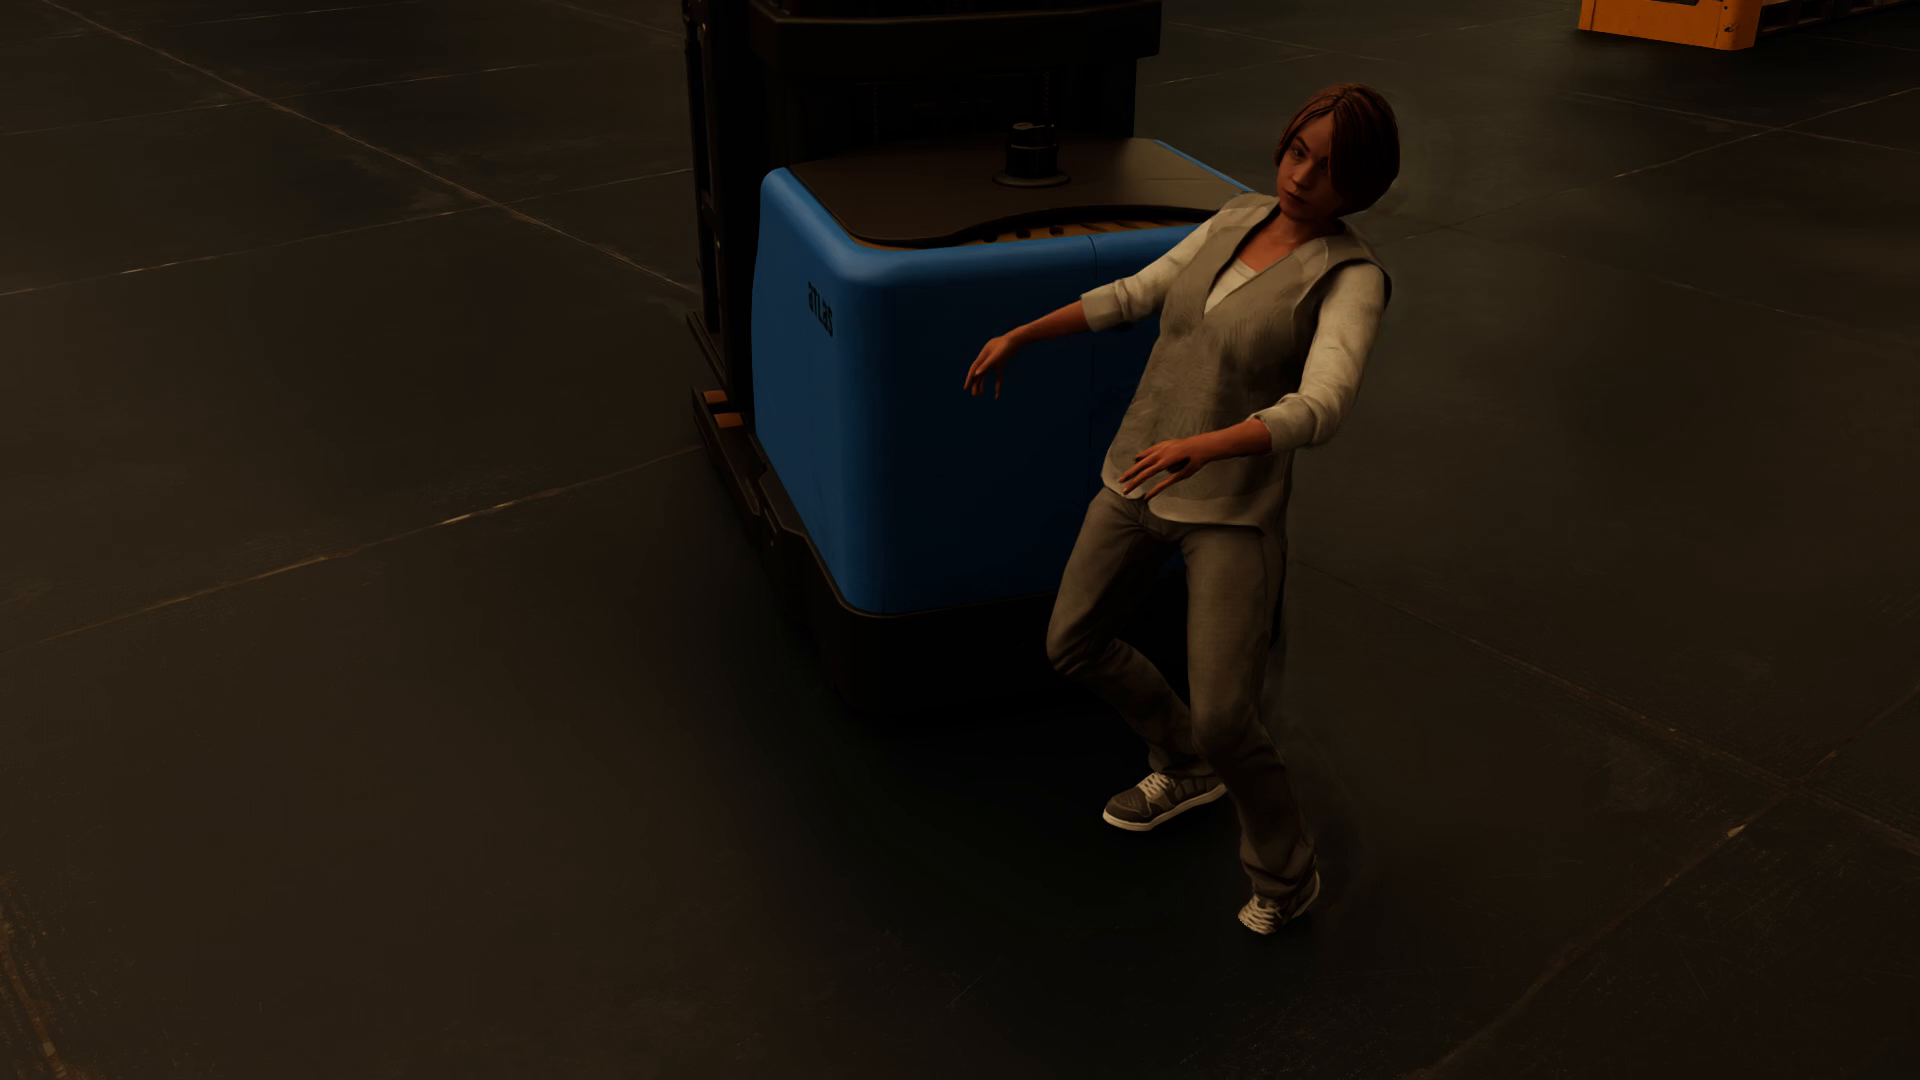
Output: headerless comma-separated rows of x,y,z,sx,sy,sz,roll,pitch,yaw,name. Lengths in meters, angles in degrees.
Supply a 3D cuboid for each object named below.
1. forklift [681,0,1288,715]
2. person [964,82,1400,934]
-0.185,-1.571,4.371,1.130,2.935,3.031,-8,27,-16,forklift
0.322,-0.033,2.992,0.691,1.543,0.817,-21,33,-36,person
